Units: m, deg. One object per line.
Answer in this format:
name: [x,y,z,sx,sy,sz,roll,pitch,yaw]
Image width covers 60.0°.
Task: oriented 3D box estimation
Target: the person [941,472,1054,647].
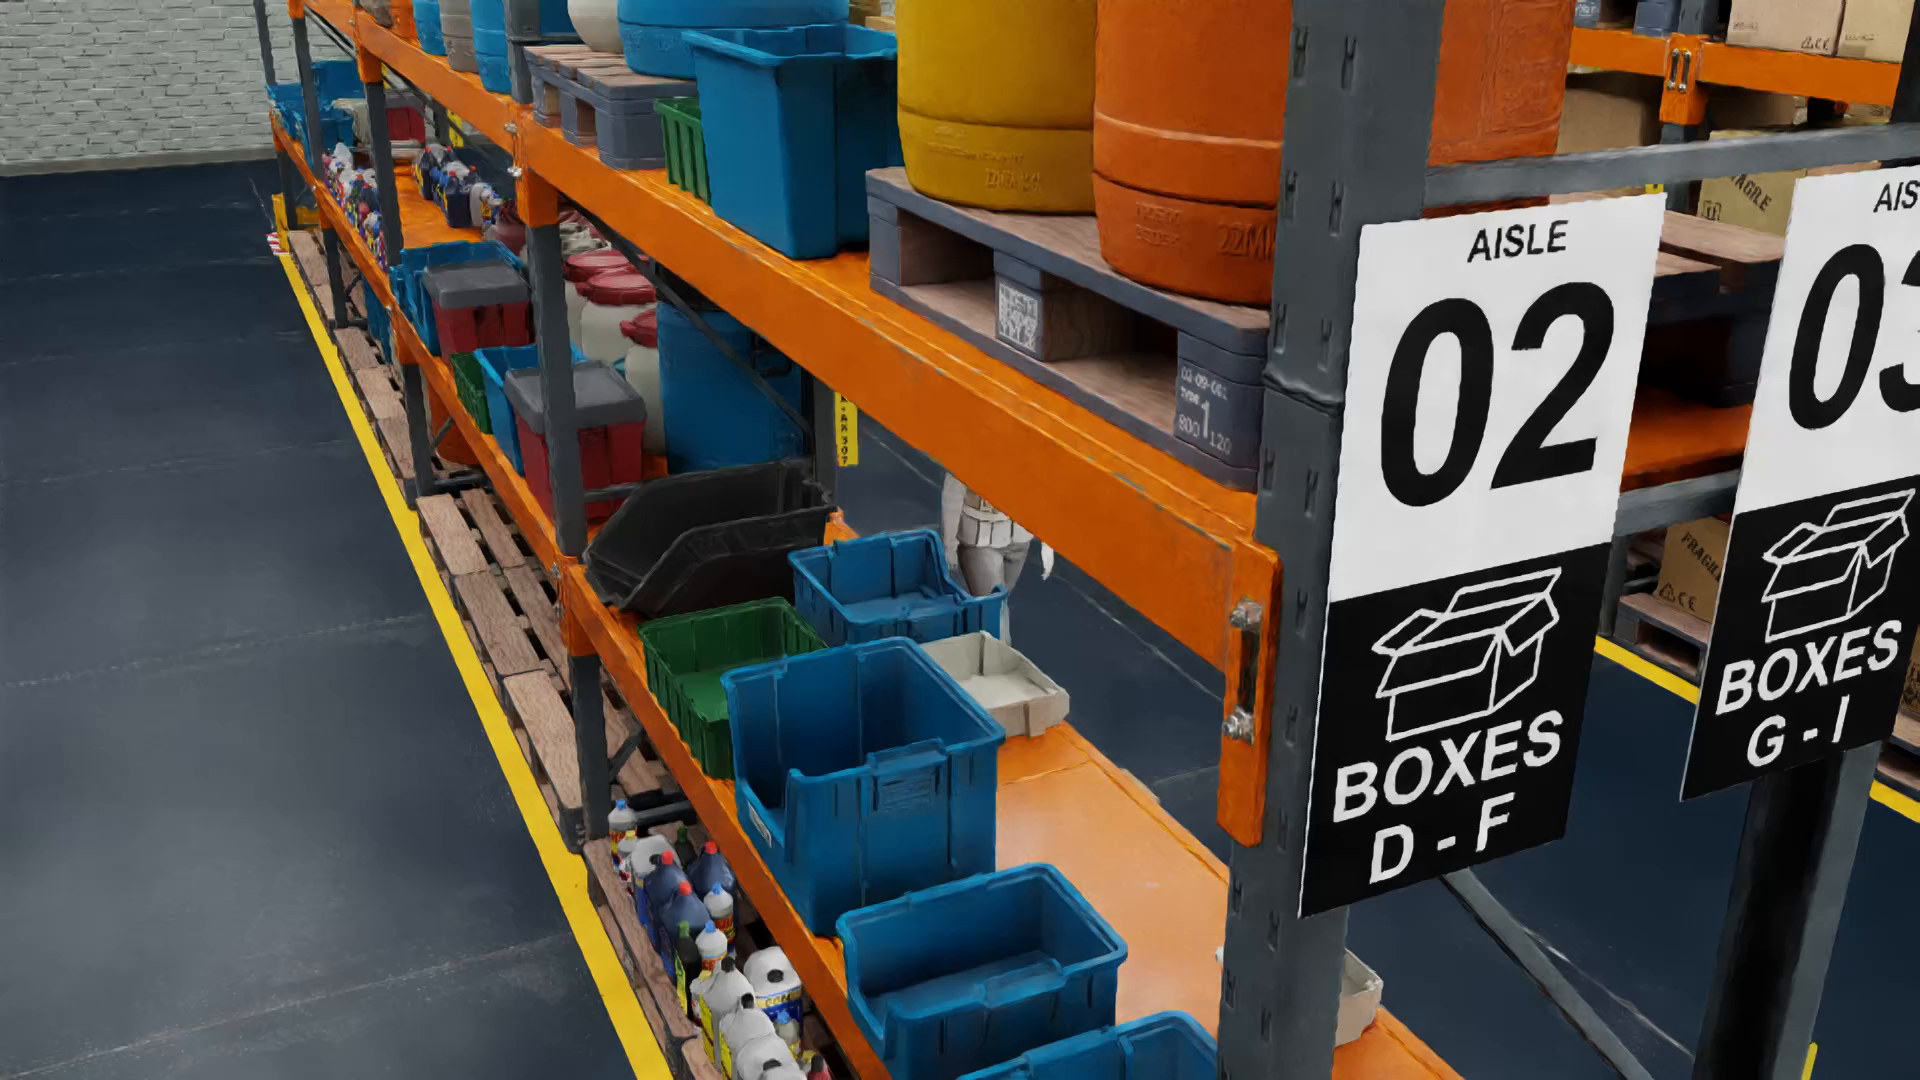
person: [0.209,0.018,6.987,0.483,1.633,0.808,-14,26,-31]
